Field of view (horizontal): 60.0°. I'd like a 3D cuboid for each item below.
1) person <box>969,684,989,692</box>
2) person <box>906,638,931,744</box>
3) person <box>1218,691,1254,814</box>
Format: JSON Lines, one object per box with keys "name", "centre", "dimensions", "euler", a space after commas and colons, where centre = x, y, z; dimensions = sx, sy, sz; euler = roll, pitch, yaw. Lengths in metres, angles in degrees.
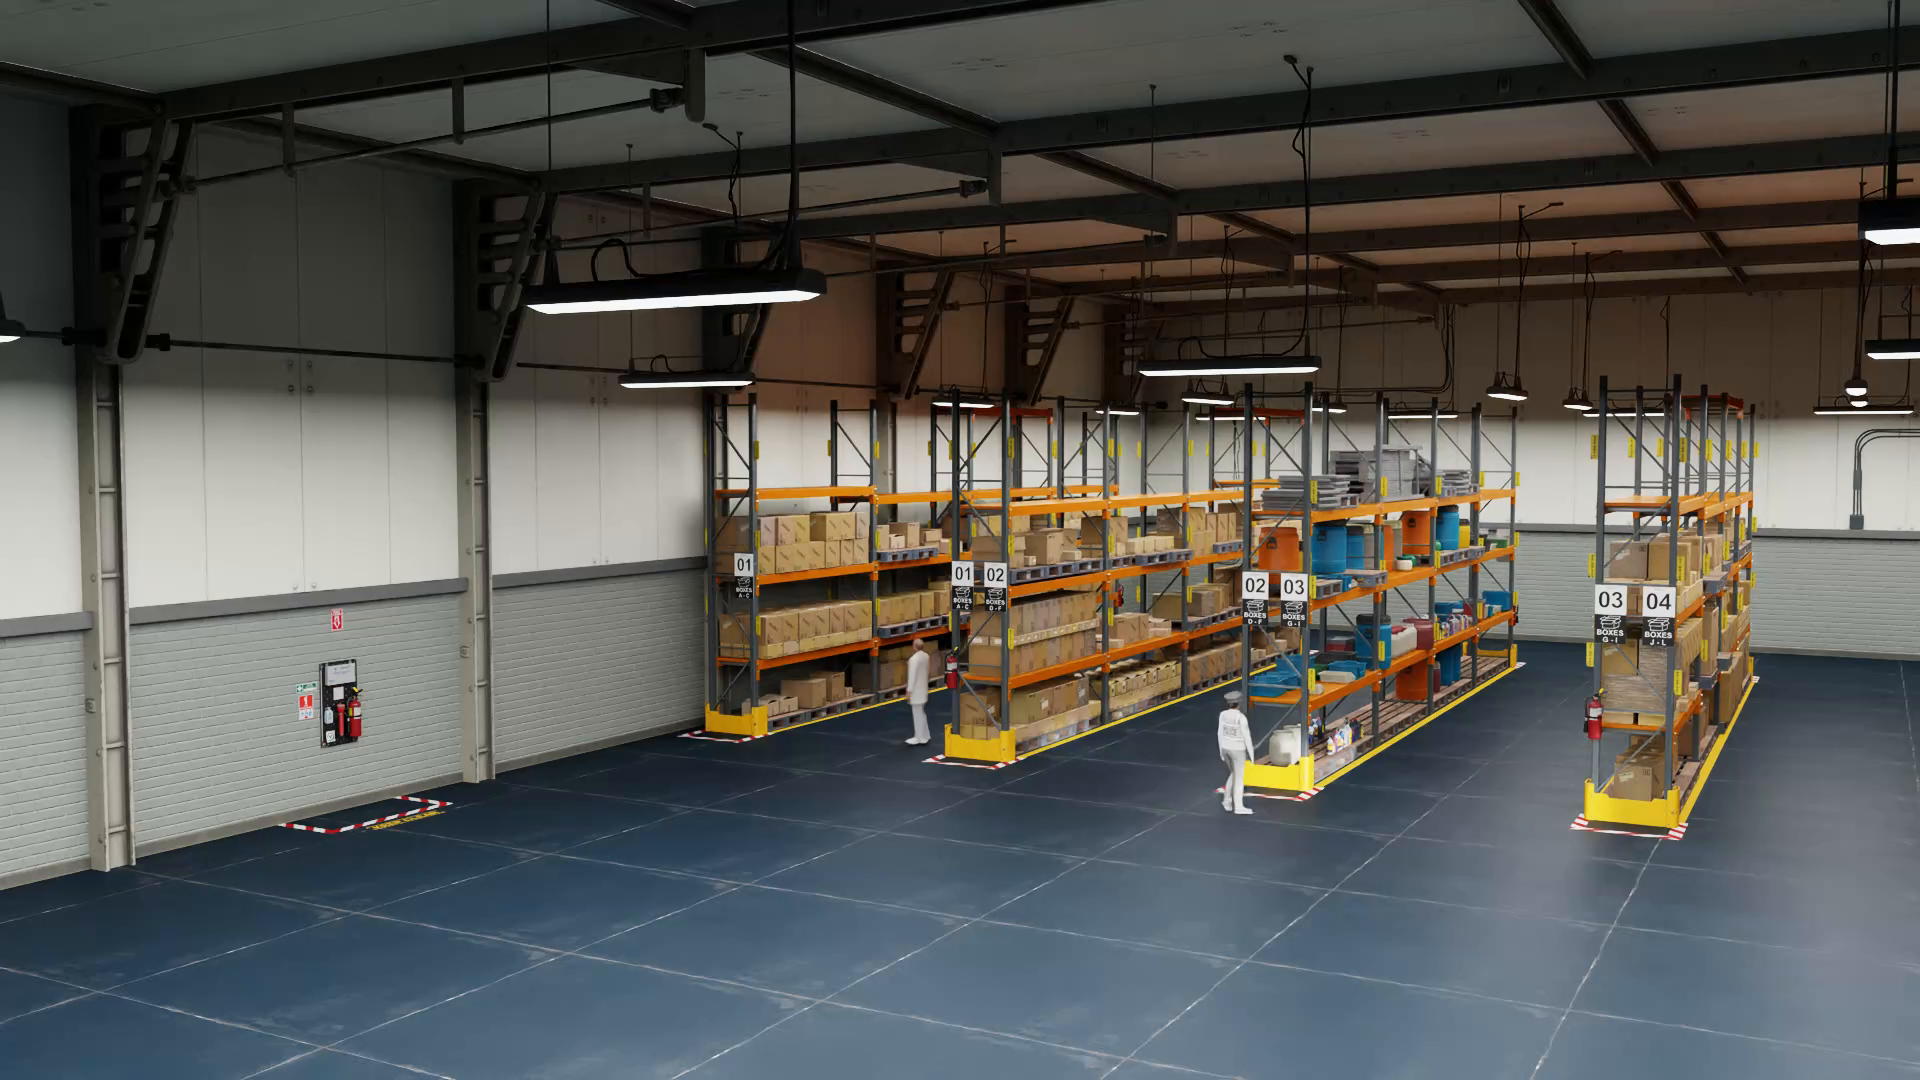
{"name": "person", "centre": [0.433, 2.223, 33.544], "dimensions": [0.393, 1.686, 0.609], "euler": [1, 3, 15]}
{"name": "person", "centre": [-0.716, 2.589, 28.372], "dimensions": [0.413, 1.826, 0.684], "euler": [1, 3, 23]}
{"name": "person", "centre": [3.812, 2.932, 22.903], "dimensions": [0.400, 1.710, 0.525], "euler": [-2, 4, -29]}
